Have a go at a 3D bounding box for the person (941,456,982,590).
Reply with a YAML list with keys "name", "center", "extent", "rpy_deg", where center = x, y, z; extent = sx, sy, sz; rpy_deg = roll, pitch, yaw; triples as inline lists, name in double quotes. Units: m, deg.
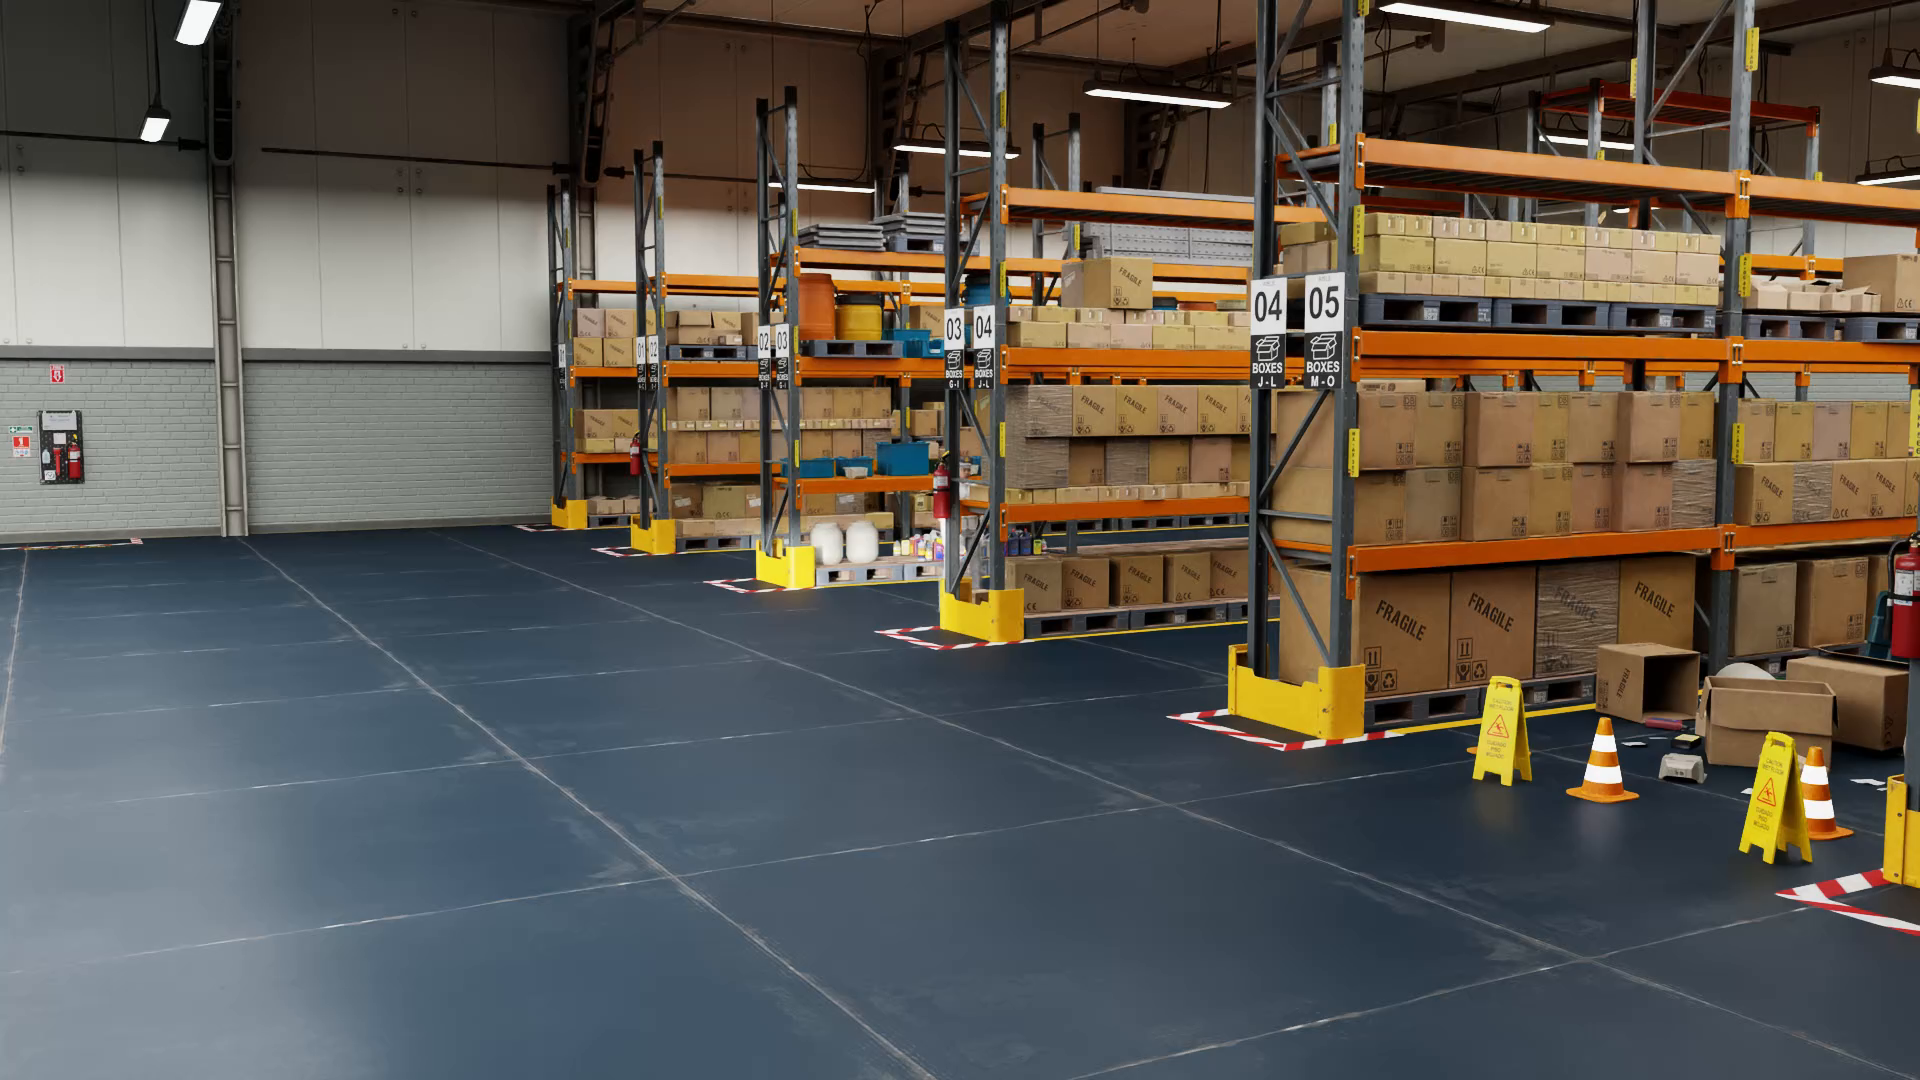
- name: "person"
  center: [0.033, -0.073, 18.161]
  extent: [0.500, 1.684, 0.345]
  rpy_deg: [-3, 6, -29]
